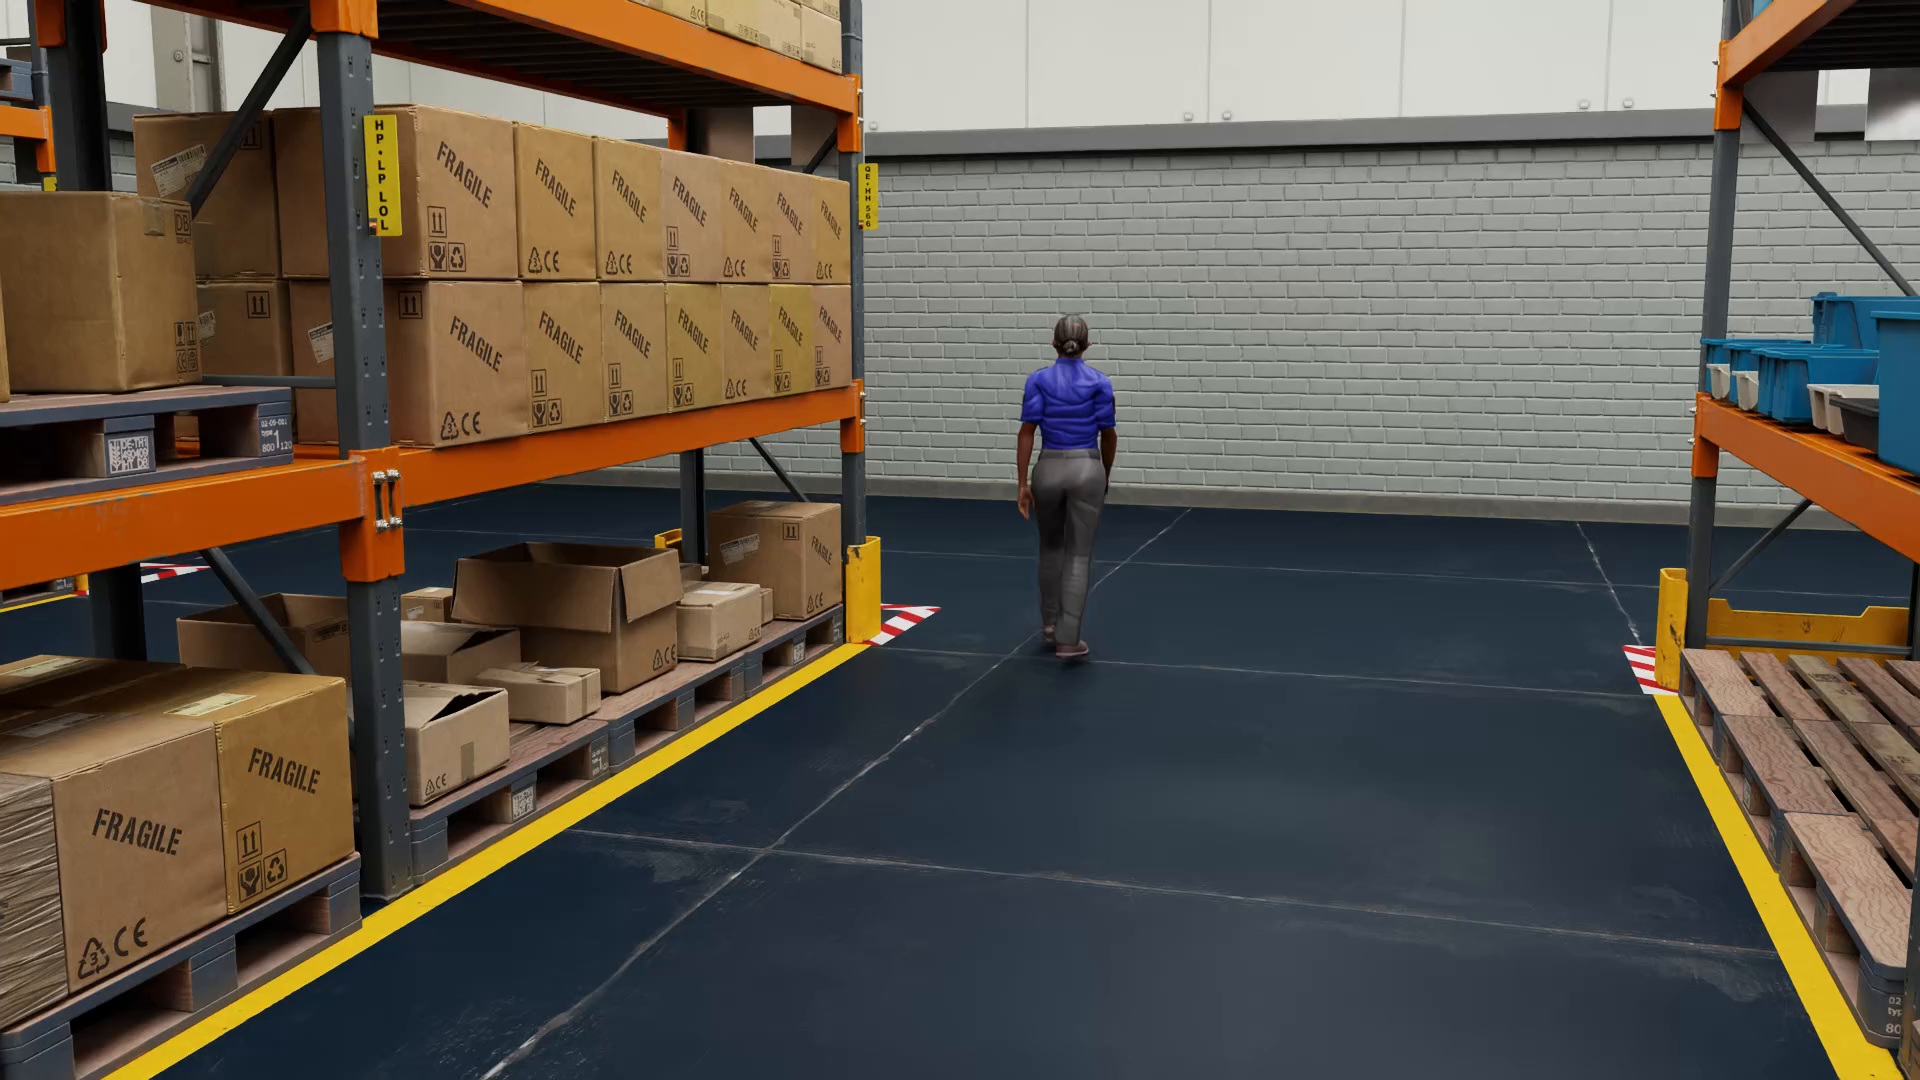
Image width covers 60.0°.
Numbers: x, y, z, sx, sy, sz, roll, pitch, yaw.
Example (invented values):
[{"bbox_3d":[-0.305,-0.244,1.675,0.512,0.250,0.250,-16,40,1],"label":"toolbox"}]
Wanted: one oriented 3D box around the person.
[{"bbox_3d":[0.529,-0.239,8.080,0.449,1.700,0.730,2,9,16],"label":"person"}]
